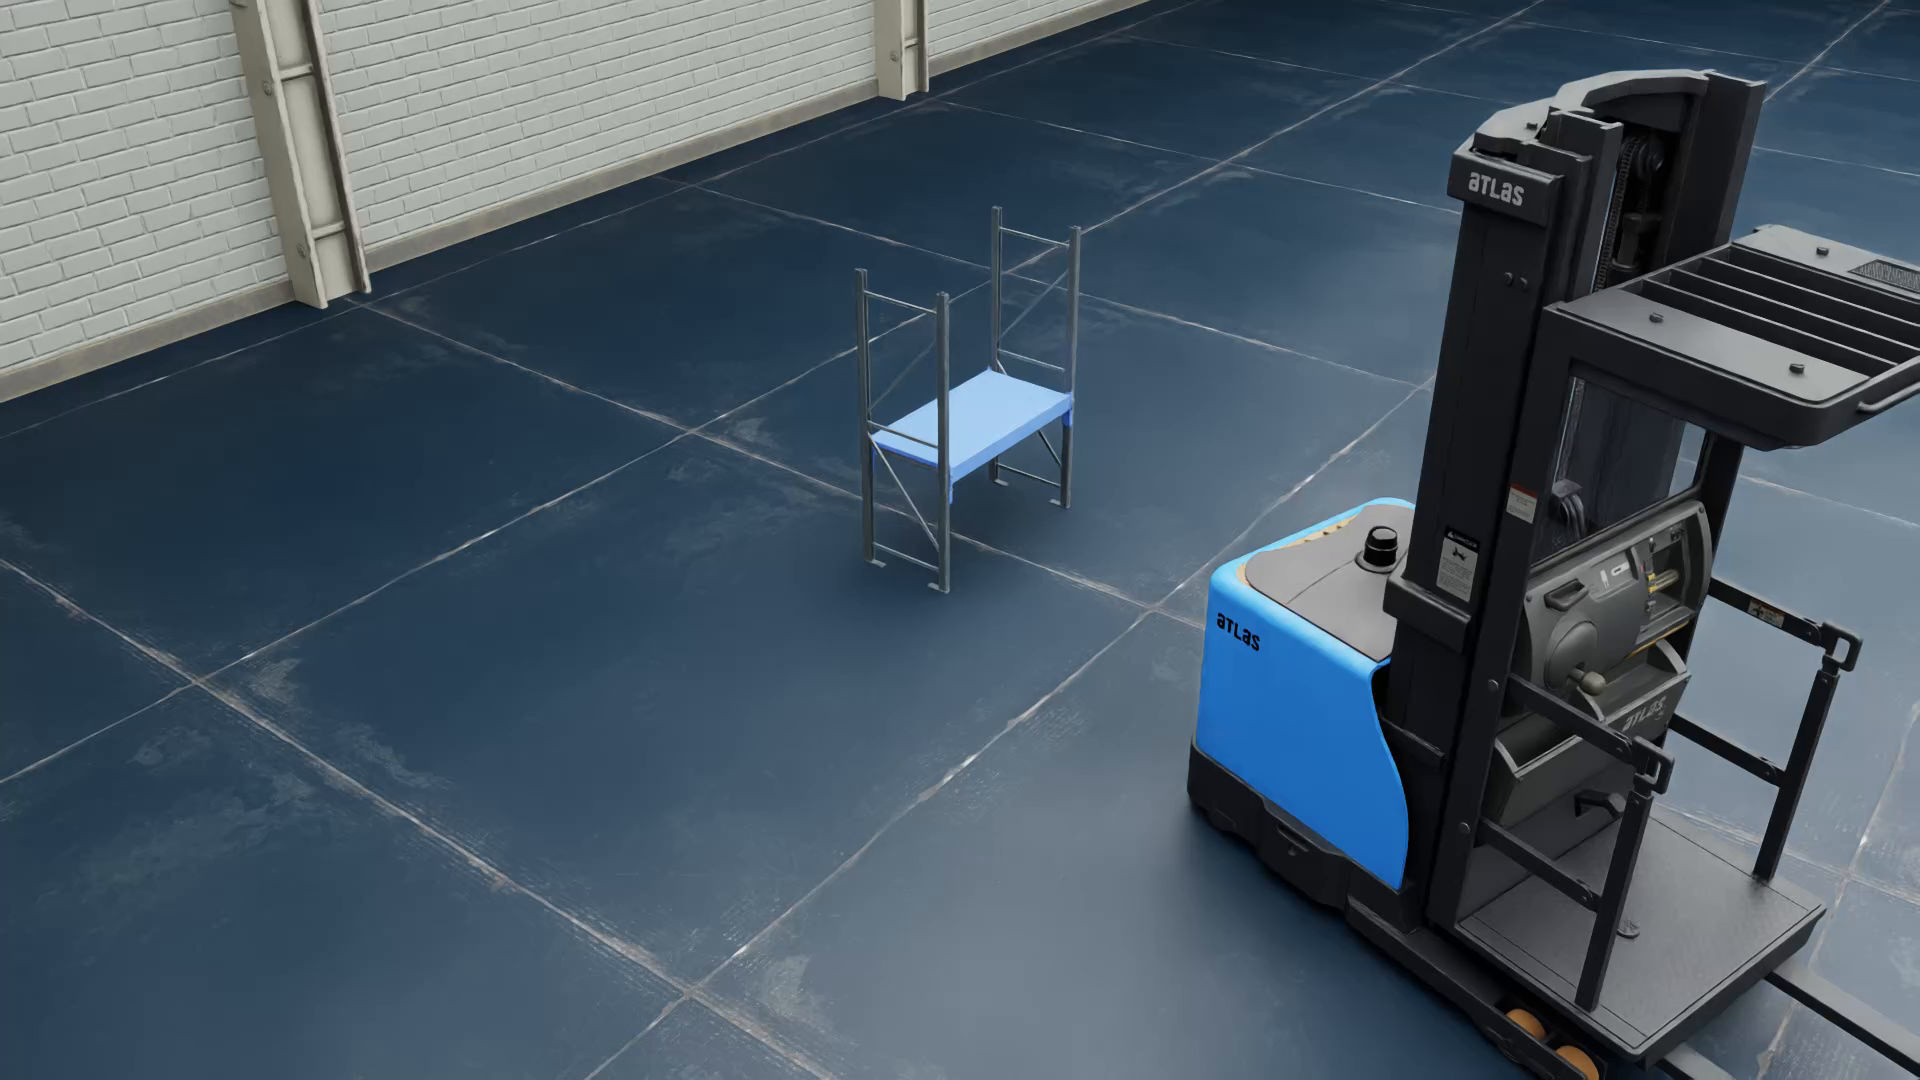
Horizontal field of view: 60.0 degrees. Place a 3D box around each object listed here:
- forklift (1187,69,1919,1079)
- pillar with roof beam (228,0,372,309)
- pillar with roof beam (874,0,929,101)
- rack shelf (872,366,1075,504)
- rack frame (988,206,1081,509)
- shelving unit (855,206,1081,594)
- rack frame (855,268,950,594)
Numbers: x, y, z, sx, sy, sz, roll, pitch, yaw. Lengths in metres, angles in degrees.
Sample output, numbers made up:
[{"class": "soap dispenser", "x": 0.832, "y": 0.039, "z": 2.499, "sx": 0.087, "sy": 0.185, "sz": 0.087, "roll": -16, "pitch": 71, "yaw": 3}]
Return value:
[{"class": "forklift", "x": 2.164, "y": 0.225, "z": 4.995, "sx": 1.130, "sy": 2.935, "sz": 3.031, "roll": -21, "pitch": 36, "yaw": -31}, {"class": "pillar with roof beam", "x": -0.711, "y": -4.168, "z": 6.457, "sx": 9.100, "sy": 9.000, "sz": 0.400, "roll": 21, "pitch": 37, "yaw": 31}, {"class": "pillar with roof beam", "x": 2.911, "y": -6.607, "z": 10.572, "sx": 9.100, "sy": 9.000, "sz": 0.400, "roll": 21, "pitch": 37, "yaw": 31}, {"class": "rack shelf", "x": 0.052, "y": -0.525, "z": 8.018, "sx": 0.538, "sy": 0.185, "sz": 1.000, "roll": 21, "pitch": 37, "yaw": 31}, {"class": "rack frame", "x": 0.358, "y": -0.887, "z": 8.275, "sx": 0.500, "sy": 1.500, "sz": 0.032, "roll": 21, "pitch": 37, "yaw": 31}, {"class": "shelving unit", "x": 0.052, "y": -0.680, "z": 7.926, "sx": 0.538, "sy": 1.500, "sz": 1.048, "roll": 21, "pitch": 37, "yaw": 31}, {"class": "rack frame", "x": -0.255, "y": -0.473, "z": 7.577, "sx": 0.500, "sy": 1.500, "sz": 0.032, "roll": 21, "pitch": 37, "yaw": 31}]
